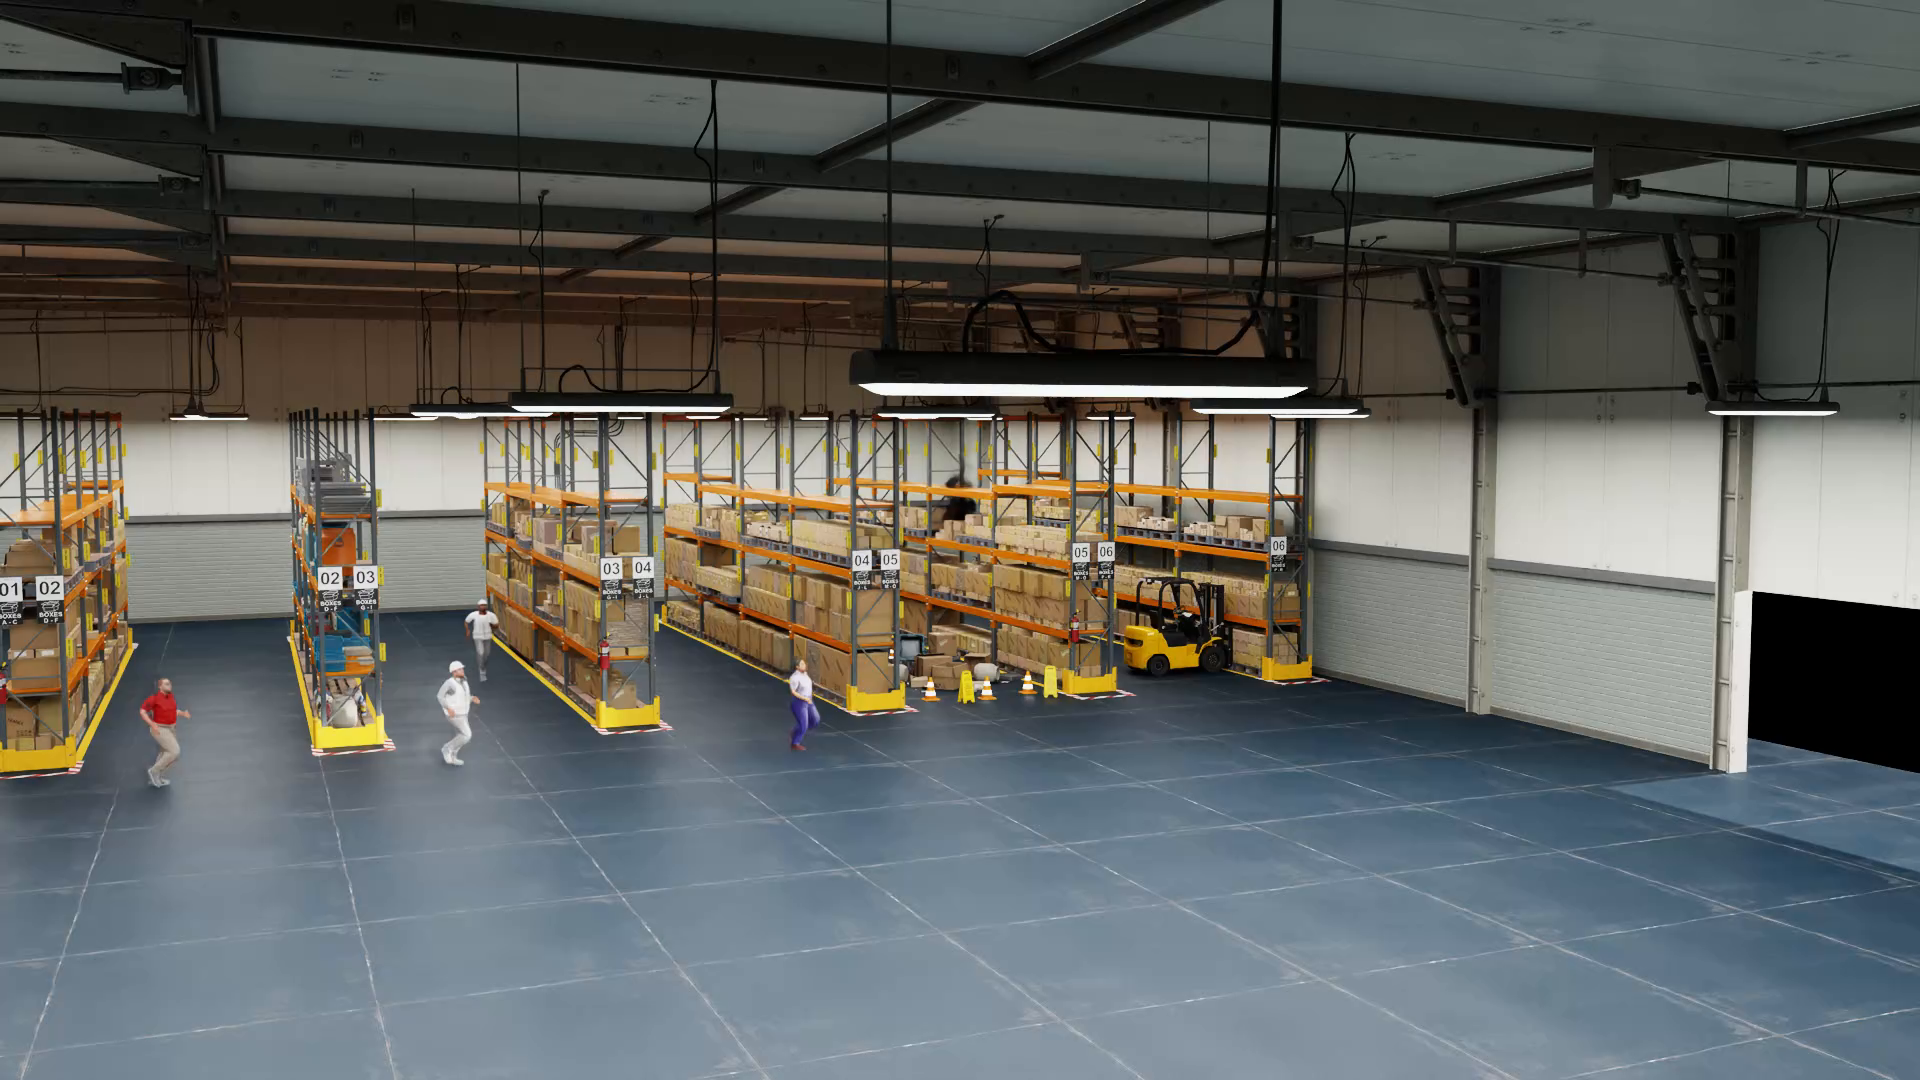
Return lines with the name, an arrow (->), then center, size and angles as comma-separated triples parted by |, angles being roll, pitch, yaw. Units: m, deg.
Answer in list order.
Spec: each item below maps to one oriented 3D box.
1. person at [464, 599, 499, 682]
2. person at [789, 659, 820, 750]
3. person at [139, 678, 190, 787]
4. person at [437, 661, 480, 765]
person -> -10.662, 2.219, 37.167 | 0.682, 1.803, 0.879 | -2, 5, -32
person -> -2.746, 2.880, 29.203 | 0.508, 1.609, 0.616 | 1, 4, 20
person -> -12.523, 3.033, 26.301 | 0.640, 1.711, 0.638 | 0, 4, 1
person -> -8.363, 2.898, 27.881 | 0.584, 1.741, 0.645 | 1, 4, 11
